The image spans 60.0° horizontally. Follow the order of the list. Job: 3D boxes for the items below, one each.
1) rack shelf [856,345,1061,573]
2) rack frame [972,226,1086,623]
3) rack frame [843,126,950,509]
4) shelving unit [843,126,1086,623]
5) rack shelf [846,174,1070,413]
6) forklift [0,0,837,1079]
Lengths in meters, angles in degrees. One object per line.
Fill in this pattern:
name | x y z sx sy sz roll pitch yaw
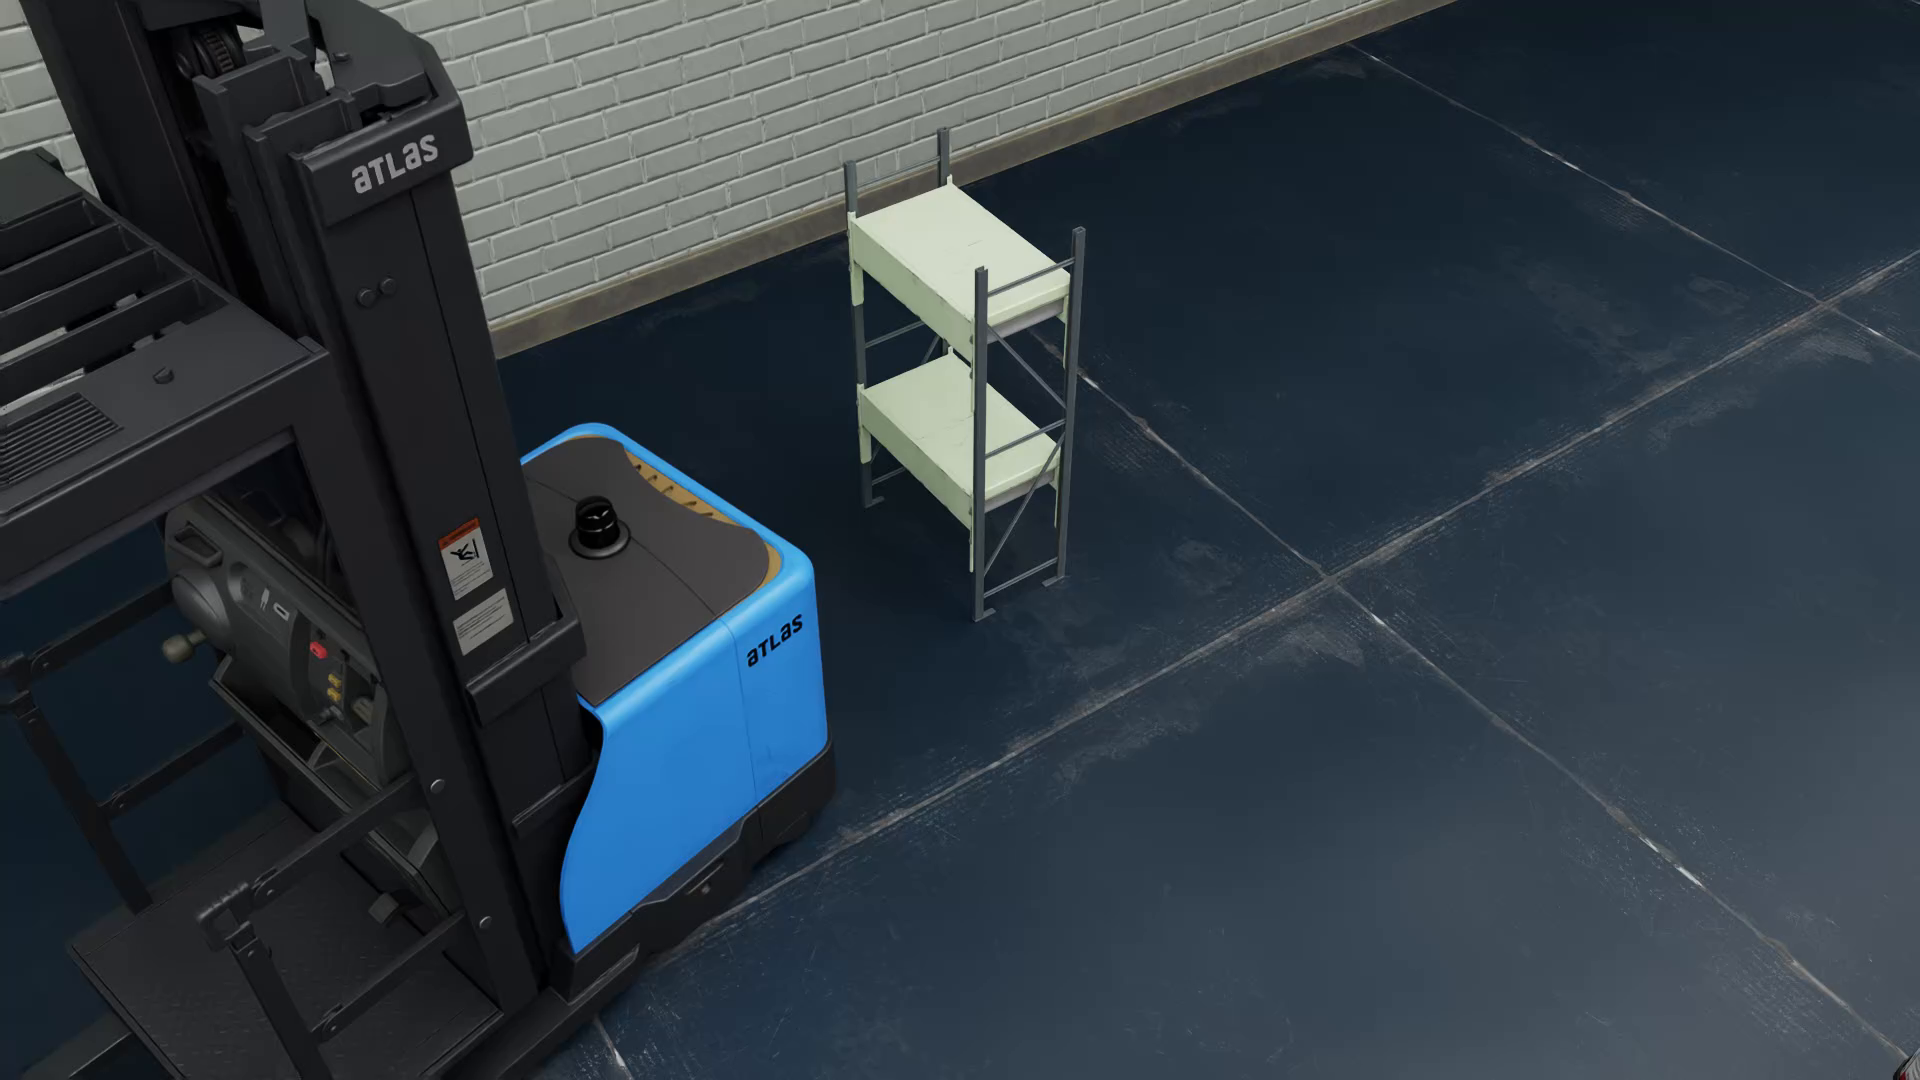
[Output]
rack shelf | 0.004 -0.303 5.953 0.431 0.370 0.720 -26 49 -24
rack frame | 0.213 -0.331 5.511 0.400 1.500 0.023 -26 49 -24
rack frame | -0.206 -0.746 5.945 0.400 1.500 0.023 -26 49 -24
shelving unit | 0.004 -0.539 5.728 0.431 1.500 0.755 -26 49 -24
rack shelf | 0.004 -0.821 5.459 0.431 0.370 0.720 -26 49 -24
forklift | -1.747 0.313 3.799 1.130 2.935 3.031 31 52 29
